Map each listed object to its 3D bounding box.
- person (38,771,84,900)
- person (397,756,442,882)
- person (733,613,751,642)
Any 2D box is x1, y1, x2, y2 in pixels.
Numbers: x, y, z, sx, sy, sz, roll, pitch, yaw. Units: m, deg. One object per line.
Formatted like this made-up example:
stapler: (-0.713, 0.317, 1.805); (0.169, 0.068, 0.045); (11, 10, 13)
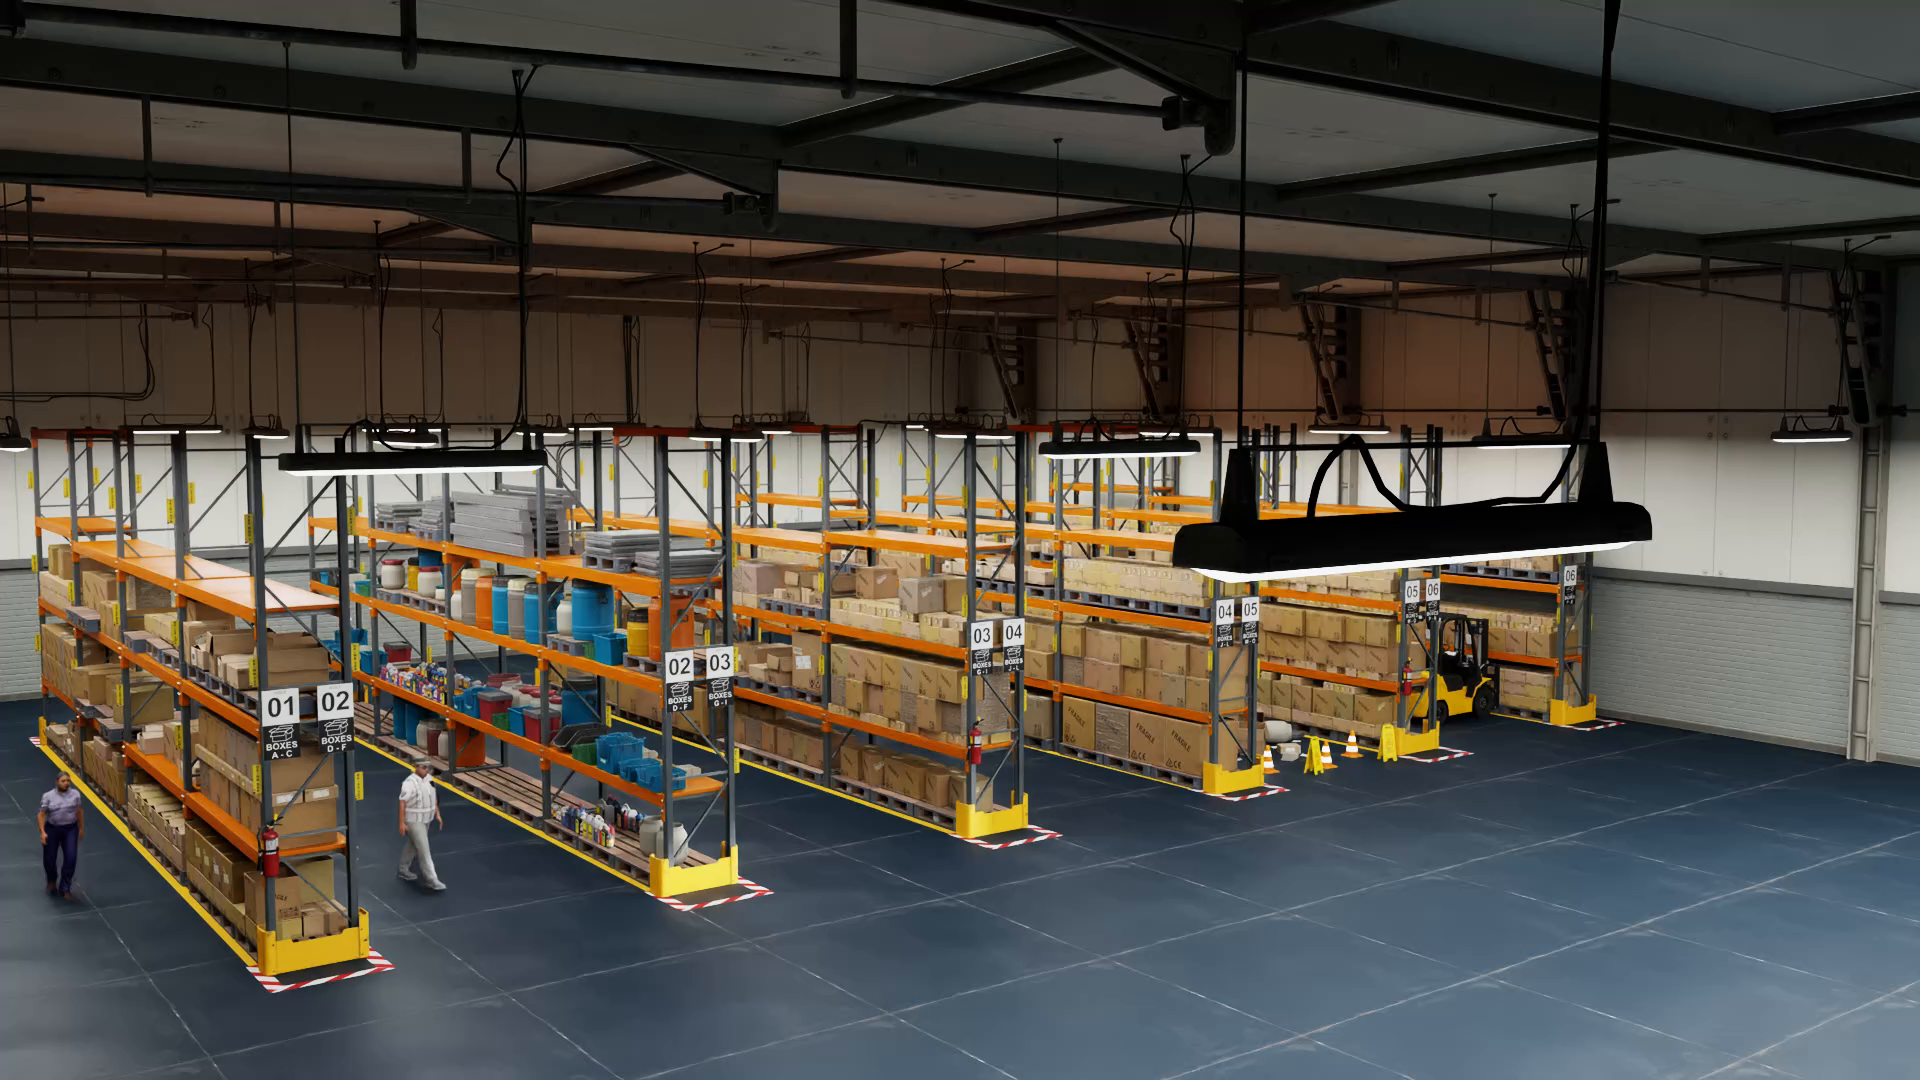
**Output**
person: (-11.713, 3.843, 21.691); (0.552, 1.669, 0.686); (-4, 6, -39)
person: (-7.224, 3.681, 22.145); (0.760, 1.645, 0.554); (1, 5, 15)
person: (-5.523, 2.242, 41.522); (0.514, 1.642, 0.899); (4, 6, 44)
